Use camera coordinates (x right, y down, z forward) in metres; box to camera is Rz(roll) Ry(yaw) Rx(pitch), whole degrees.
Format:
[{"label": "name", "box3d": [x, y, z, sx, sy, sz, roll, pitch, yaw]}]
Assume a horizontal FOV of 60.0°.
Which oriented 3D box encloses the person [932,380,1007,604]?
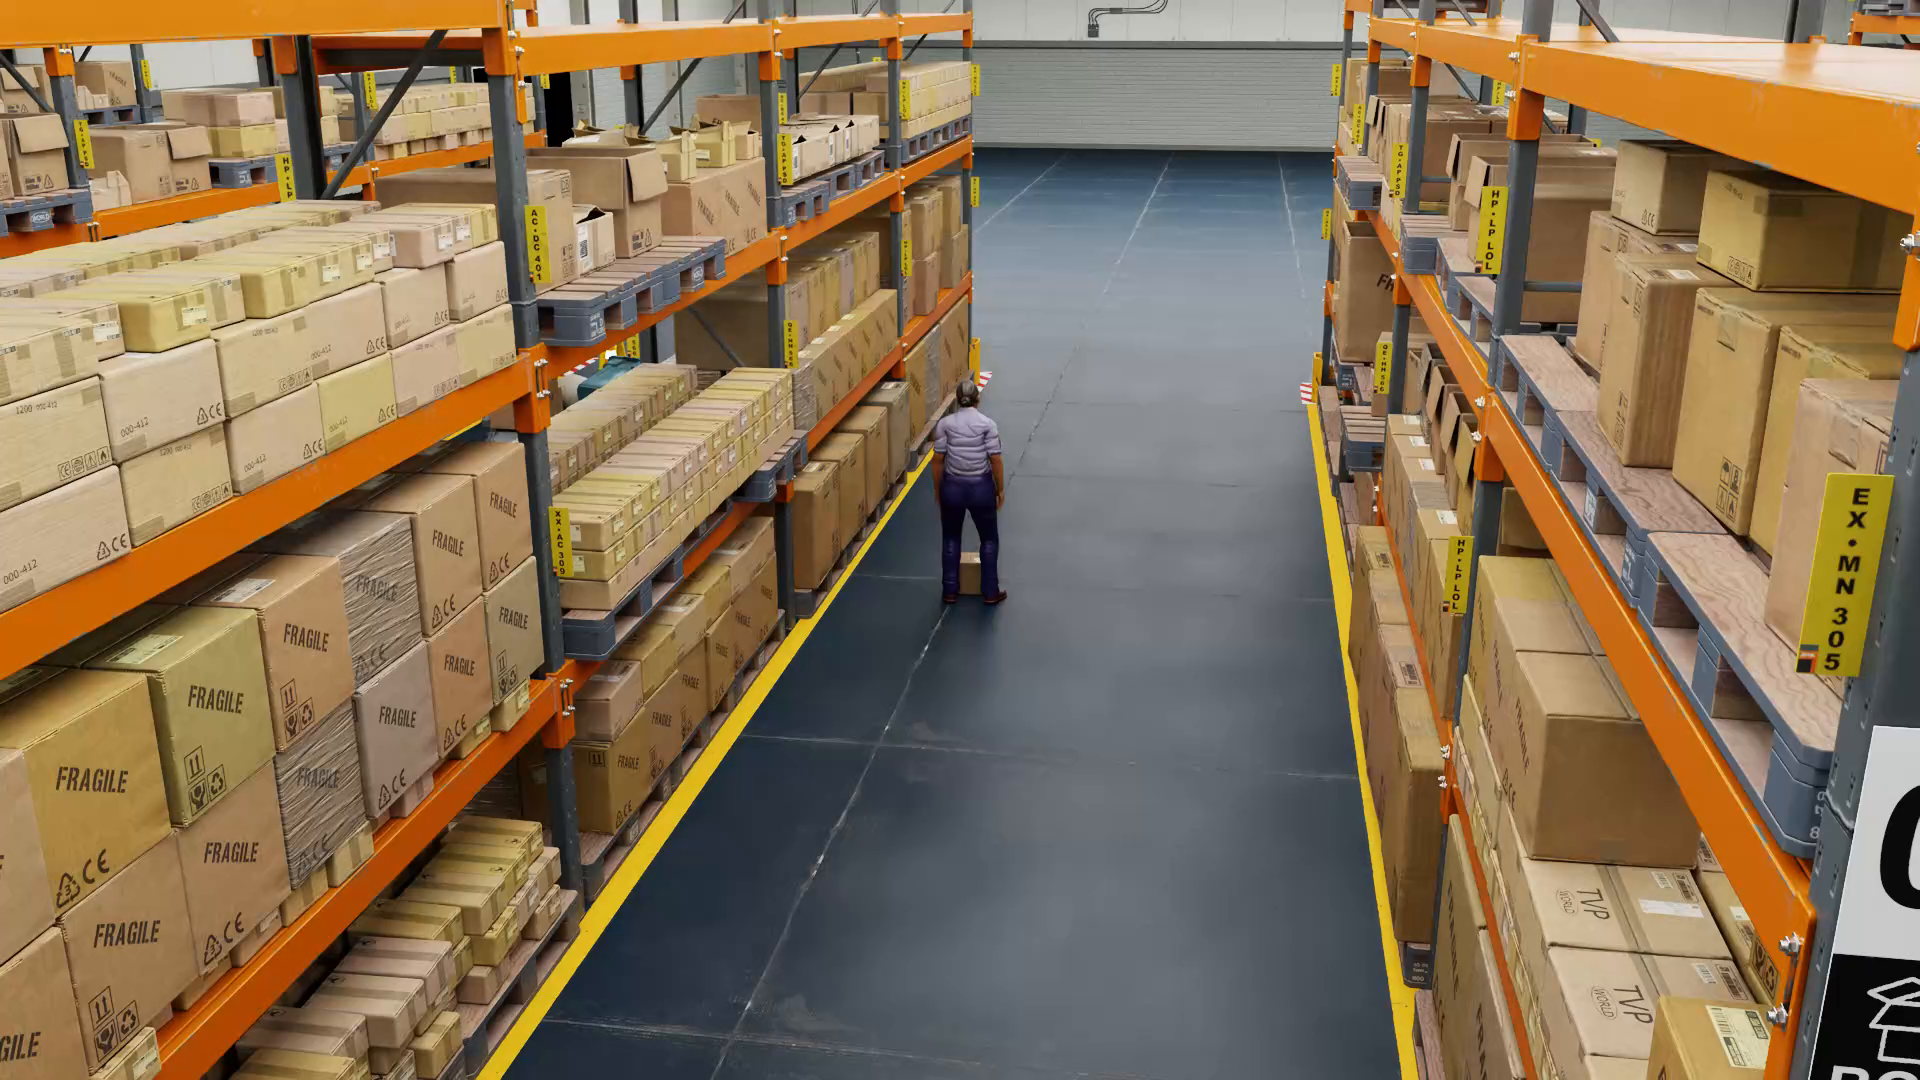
[{"label": "person", "box3d": [0.067, -0.341, 12.115, 0.539, 1.652, 0.376, 3, 18, 9]}]
